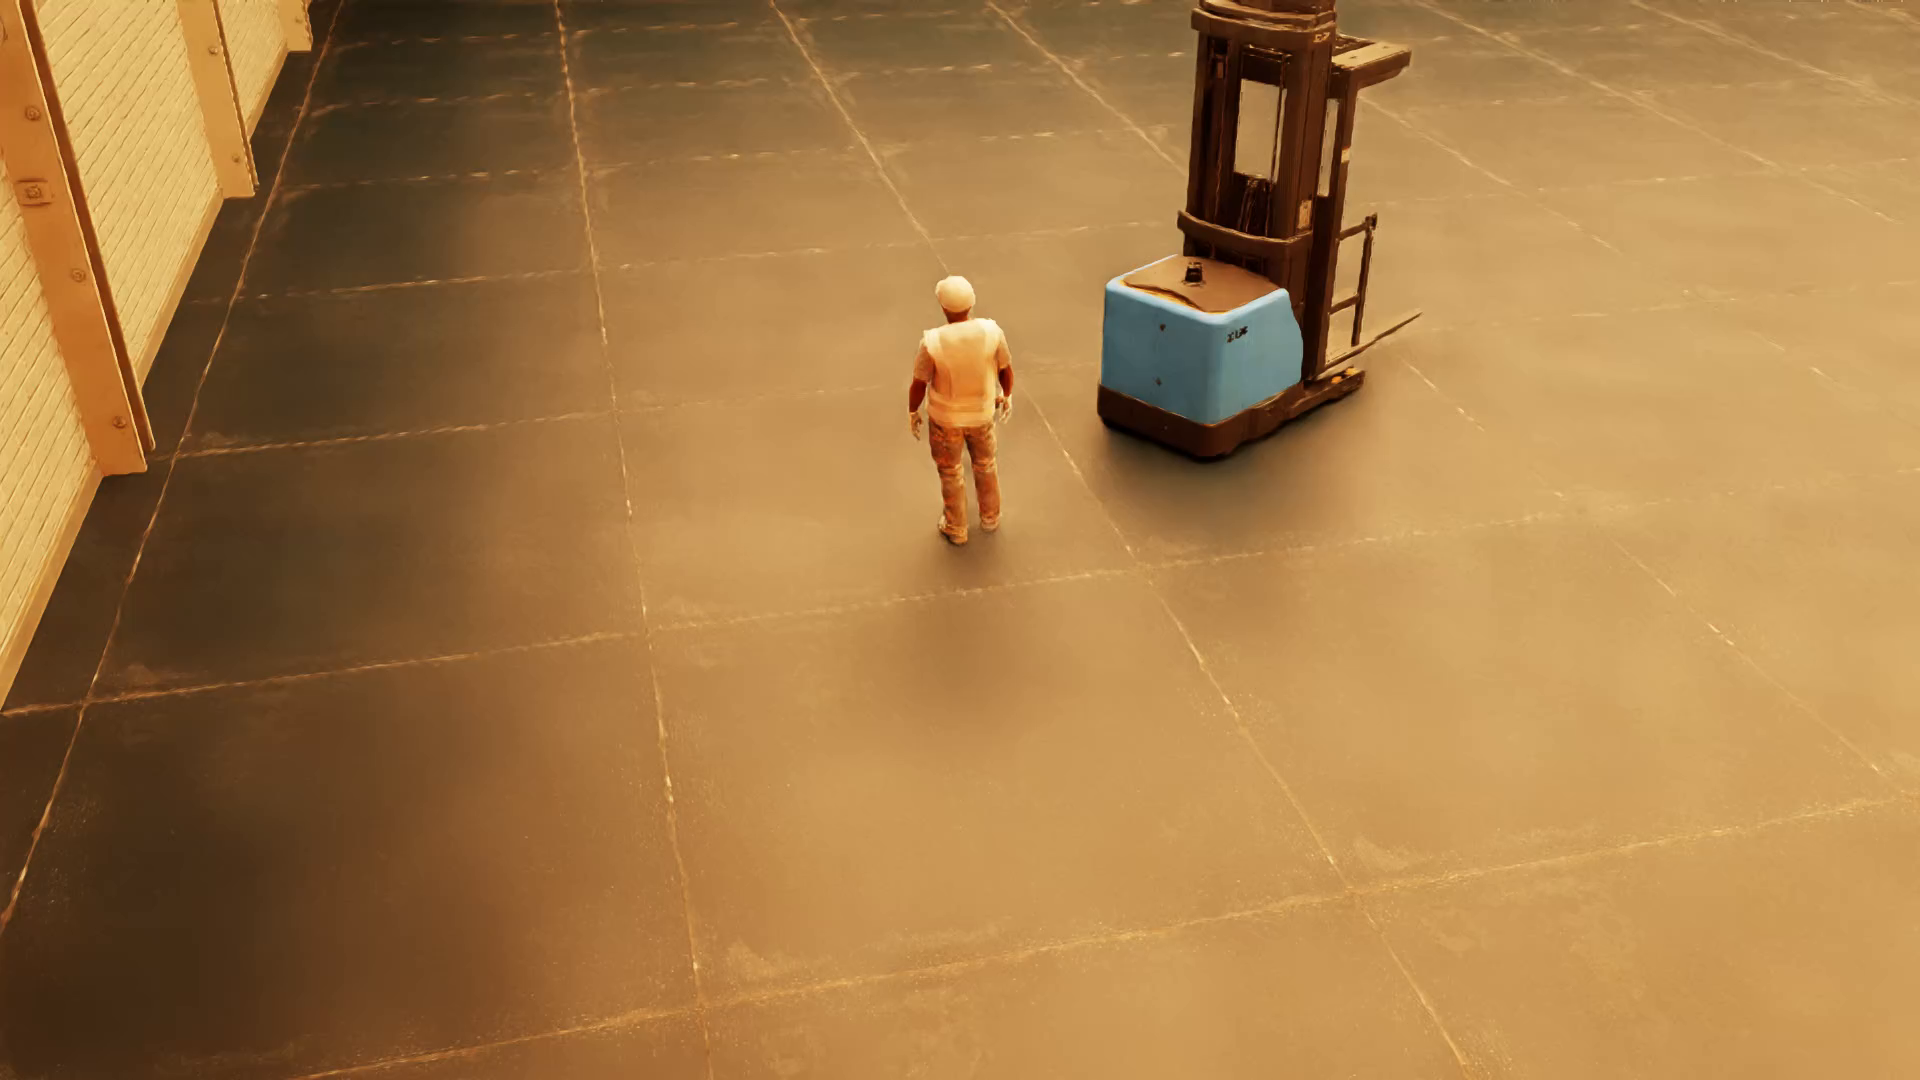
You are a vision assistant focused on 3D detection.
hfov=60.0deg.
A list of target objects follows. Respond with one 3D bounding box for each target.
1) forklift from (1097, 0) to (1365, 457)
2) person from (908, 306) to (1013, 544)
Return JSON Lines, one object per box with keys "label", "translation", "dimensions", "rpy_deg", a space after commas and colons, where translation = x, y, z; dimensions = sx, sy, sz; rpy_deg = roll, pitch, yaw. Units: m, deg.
{"label": "forklift", "translation": [2.377, -2.475, 11.850], "dimensions": [1.130, 2.935, 3.031], "rpy_deg": [26, 39, 37]}
{"label": "person", "translation": [-0.009, -0.763, 10.141], "dimensions": [0.655, 1.665, 0.576], "rpy_deg": [-7, 31, -12]}
